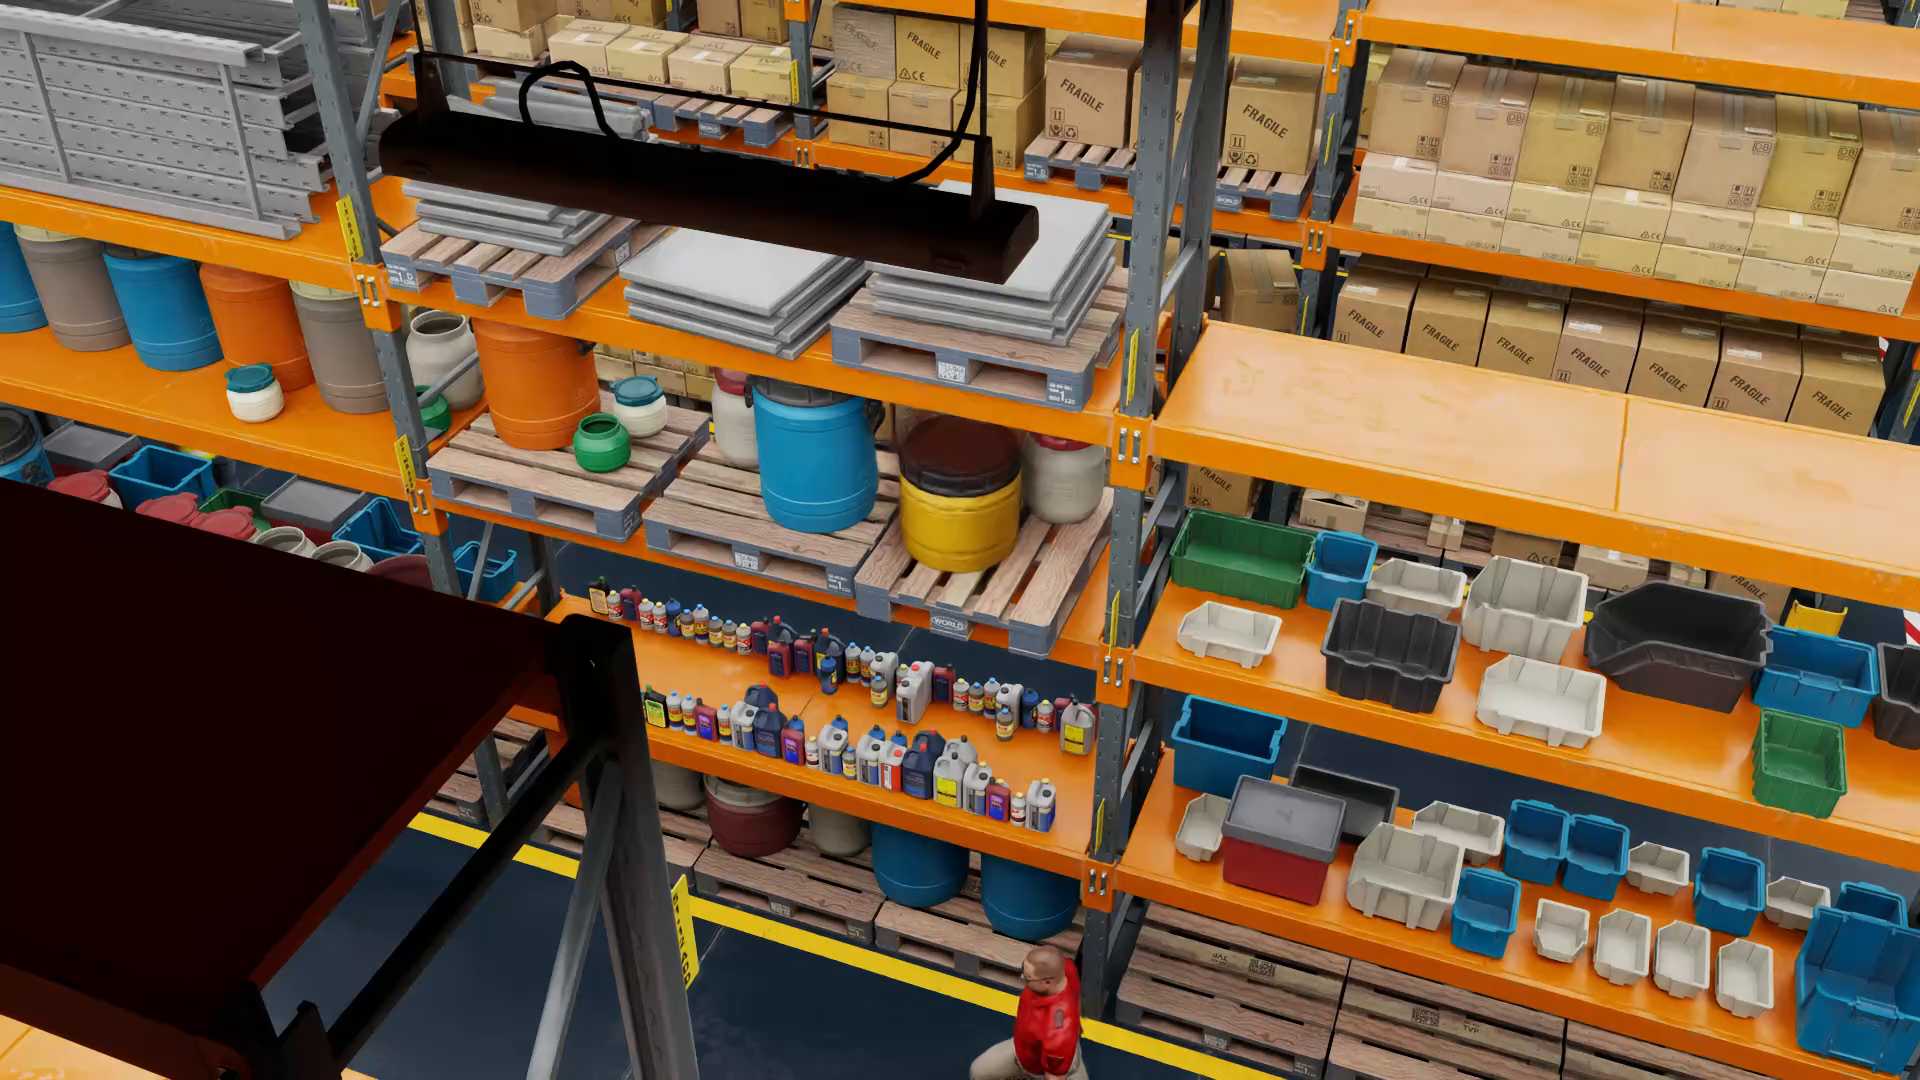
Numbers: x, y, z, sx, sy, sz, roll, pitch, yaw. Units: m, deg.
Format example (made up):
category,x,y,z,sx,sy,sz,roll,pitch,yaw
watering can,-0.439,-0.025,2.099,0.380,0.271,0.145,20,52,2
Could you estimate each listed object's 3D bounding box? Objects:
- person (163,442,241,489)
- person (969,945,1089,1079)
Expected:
category,x,y,z,sx,sy,sz,roll,pitch,yaw
person,-5.840,-0.734,12.878,0.625,1.656,0.568,-21,42,-26
person,0.357,2.556,8.140,0.954,1.616,0.609,-2,37,-2
